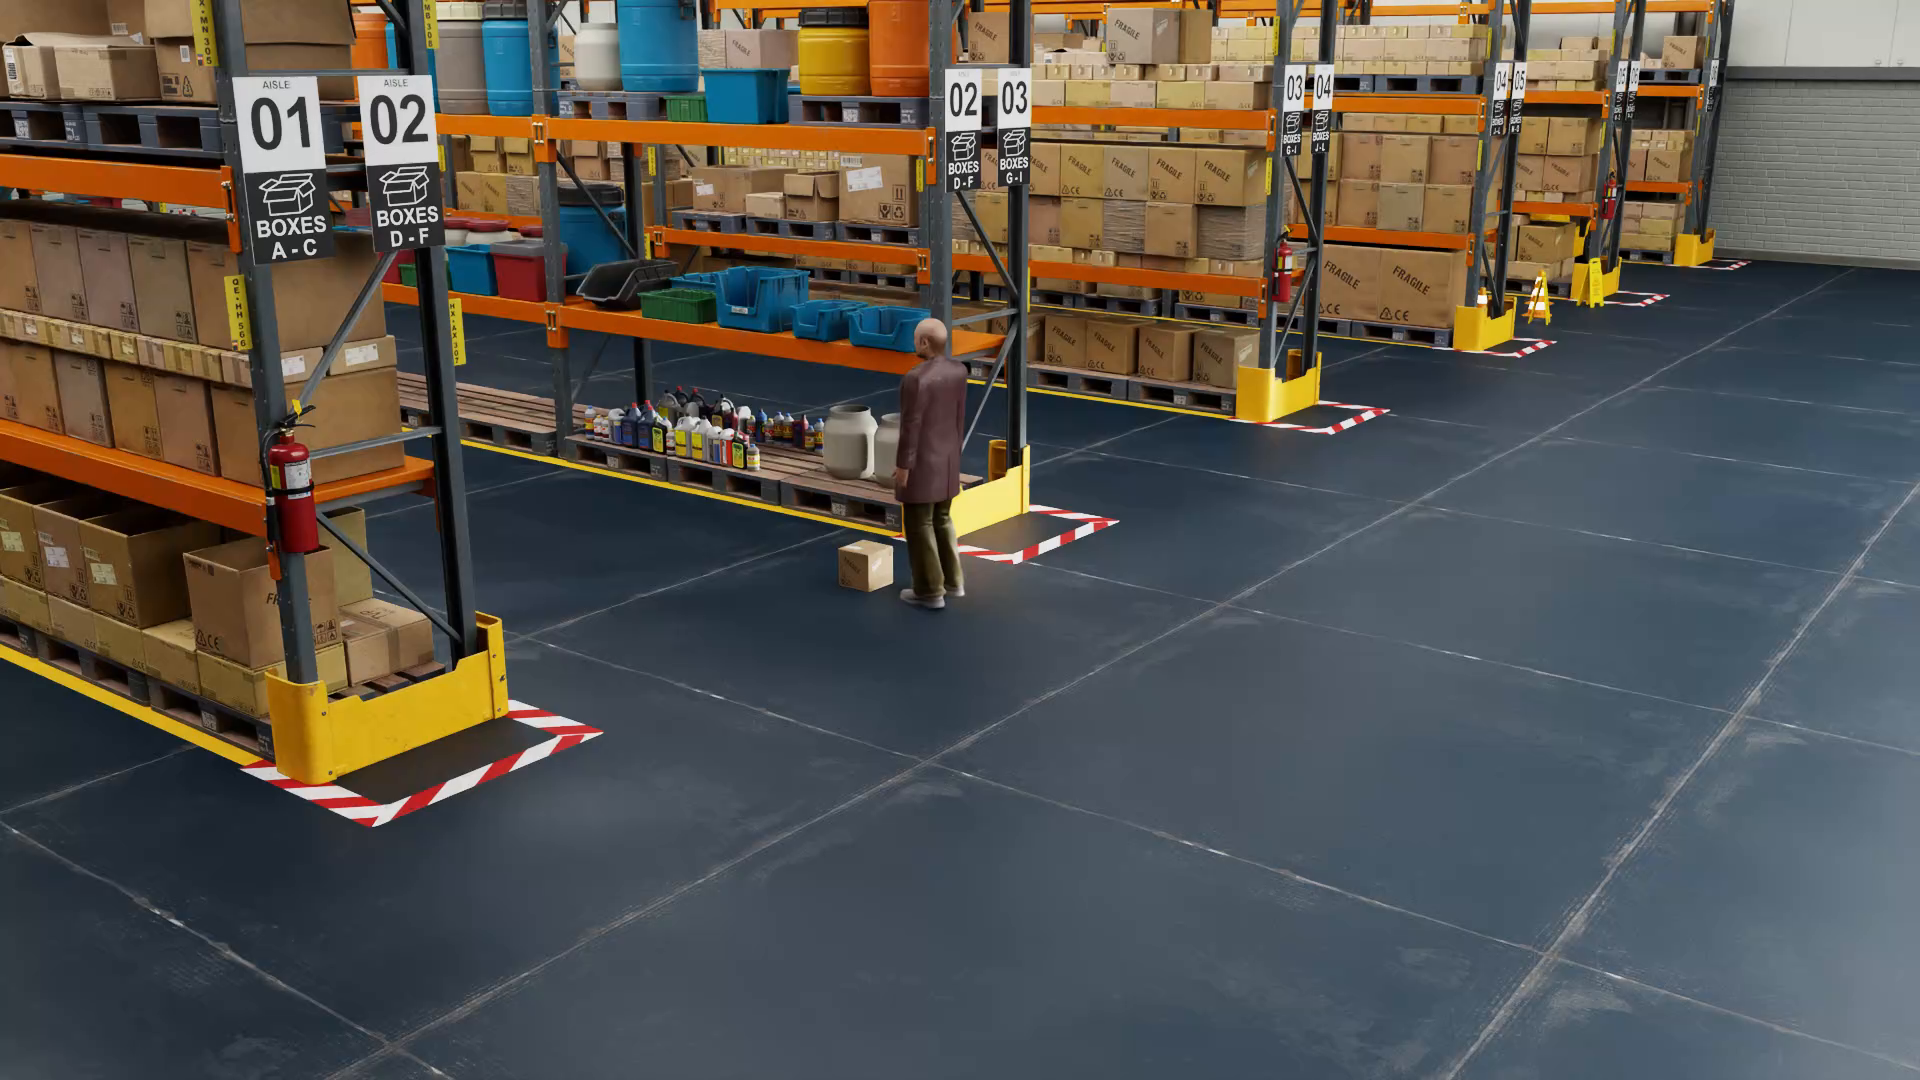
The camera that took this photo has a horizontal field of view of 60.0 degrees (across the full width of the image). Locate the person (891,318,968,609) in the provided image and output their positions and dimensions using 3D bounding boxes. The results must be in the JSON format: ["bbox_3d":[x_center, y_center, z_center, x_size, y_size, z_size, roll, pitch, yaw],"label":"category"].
[{"bbox_3d":[-0.205,-0.475,10.207,0.418,1.783,0.561,12,20,36],"label":"person"}]
